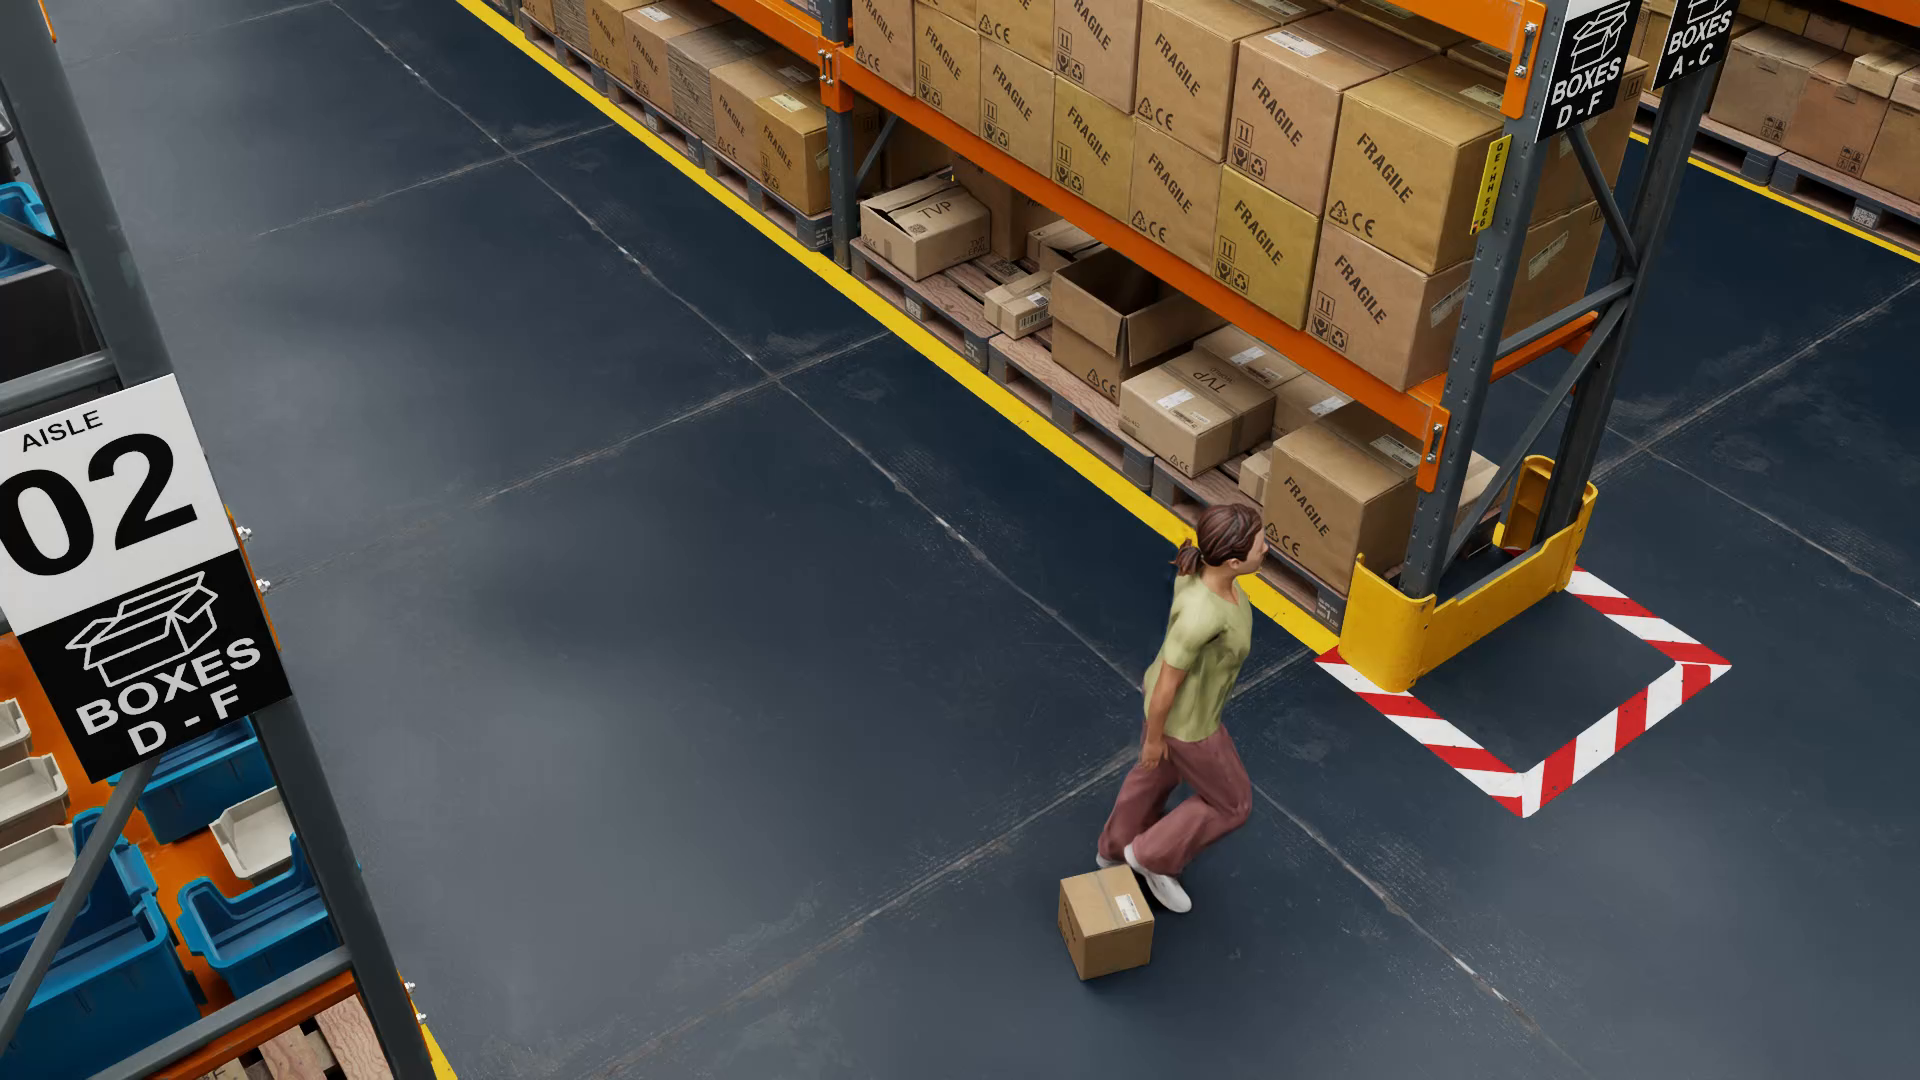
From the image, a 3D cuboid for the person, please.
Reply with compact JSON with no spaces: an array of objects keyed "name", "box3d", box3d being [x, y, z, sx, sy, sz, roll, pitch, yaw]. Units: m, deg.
[{"name":"person","box3d":[0.743,0.546,5.494,0.500,1.651,0.482,4,41,4]}]
